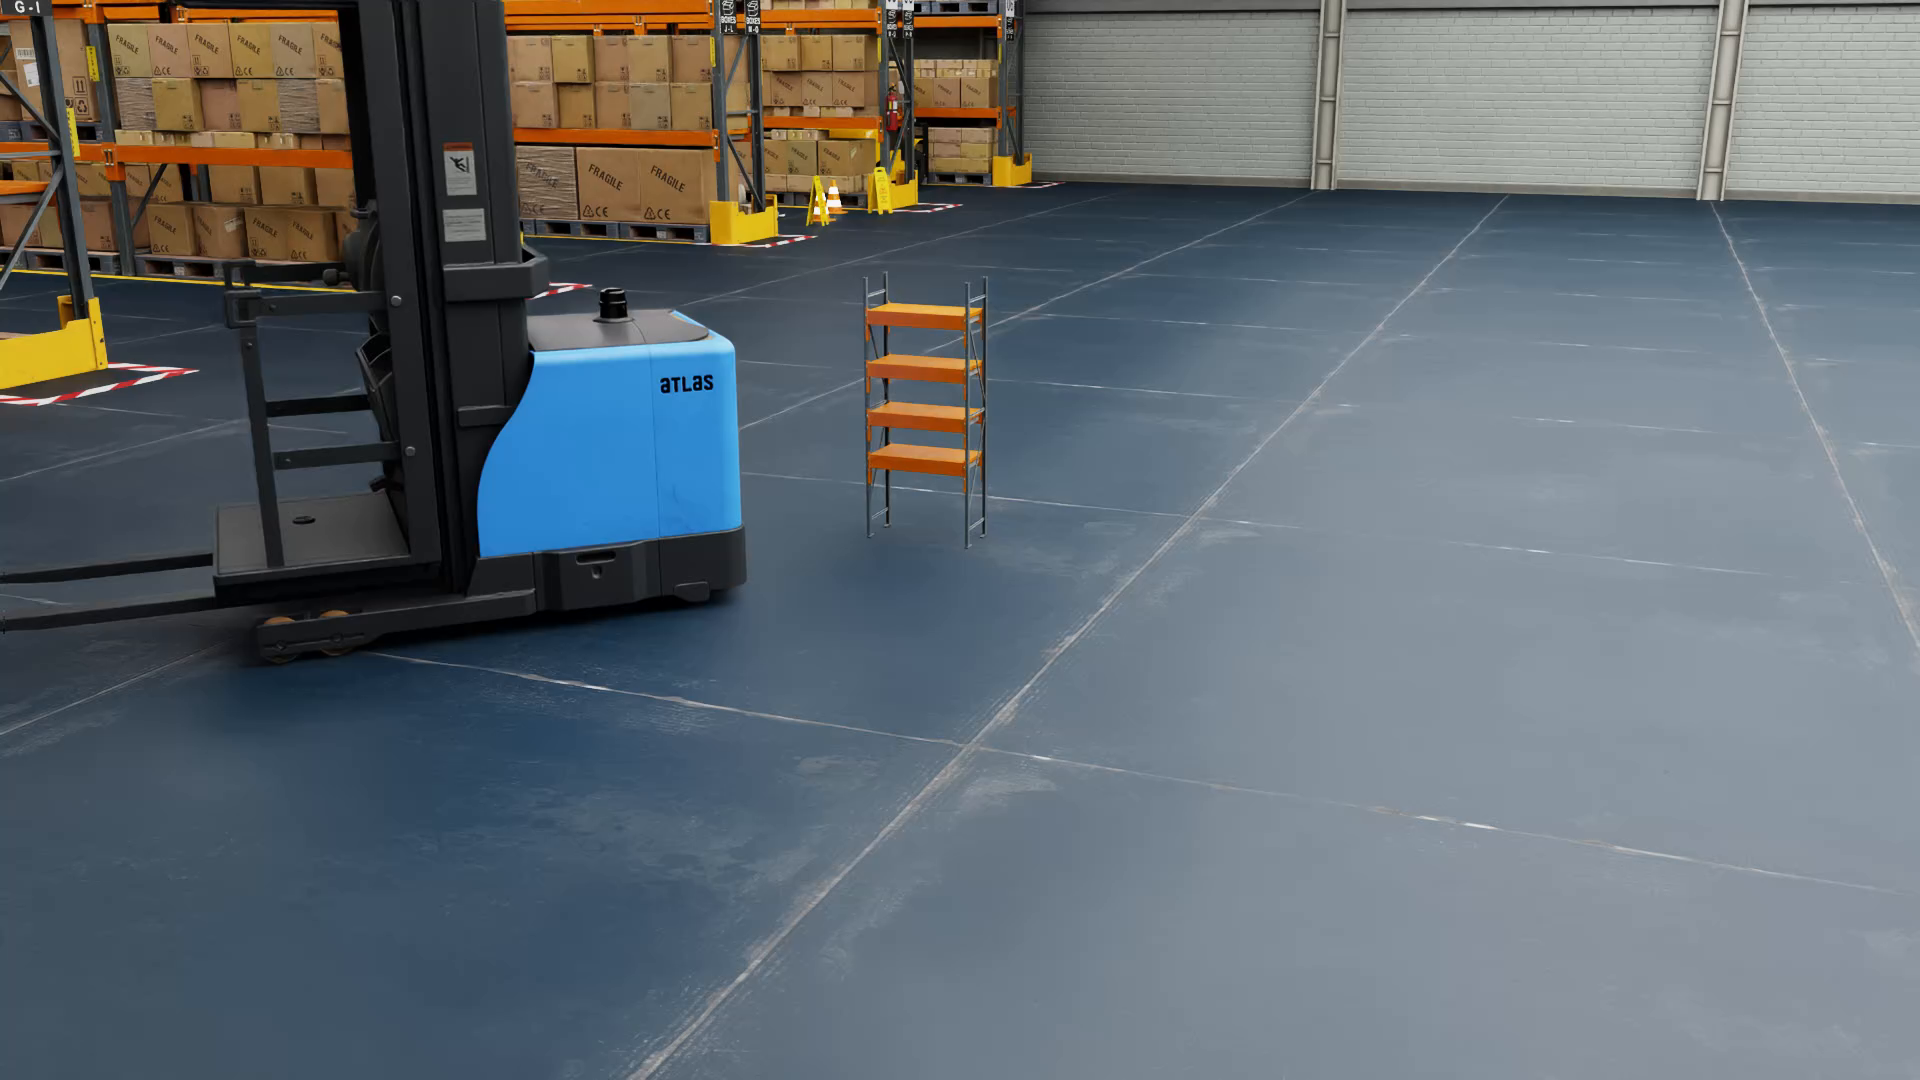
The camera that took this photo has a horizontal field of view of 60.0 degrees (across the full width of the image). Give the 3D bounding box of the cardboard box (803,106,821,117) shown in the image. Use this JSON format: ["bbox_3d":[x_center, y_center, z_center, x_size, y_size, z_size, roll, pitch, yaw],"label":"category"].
[{"bbox_3d":[-2.109,-6.317,24.505,0.250,0.149,0.380,7,17,22],"label":"cardboard box"}]

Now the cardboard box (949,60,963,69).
[{"bbox_3d":[-0.011,-8.217,28.721,0.250,0.149,0.380,7,17,22],"label":"cardboard box"}]

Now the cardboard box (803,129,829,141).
[{"bbox_3d":[-2.132,-5.995,24.614,0.250,0.149,0.380,7,18,22],"label":"cardboard box"}]

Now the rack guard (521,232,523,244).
[{"bbox_3d":[-4.631,-2.645,15.888,0.348,0.500,1.175,6,17,21],"label":"rack guard"}]

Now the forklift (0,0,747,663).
[{"bbox_3d":[-2.442,-1.123,6.284,3.031,2.935,1.130,-7,18,-22],"label":"forklift"}]

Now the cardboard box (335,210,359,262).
[{"bbox_3d":[-5.704,-2.959,16.217,0.500,0.500,0.500,12,20,35],"label":"cardboard box"}]

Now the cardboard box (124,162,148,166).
[{"bbox_3d":[-11.295,-5.344,23.087,0.500,0.250,0.500,7,17,21],"label":"cardboard box"}]

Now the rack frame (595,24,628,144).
[{"bbox_3d":[-6.549,-8.514,31.620,0.127,3.000,1.000,6,17,21],"label":"rack frame"}]

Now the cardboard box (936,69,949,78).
[{"bbox_3d":[-0.226,-8.107,28.876,0.250,0.149,0.380,6,17,20],"label":"cardboard box"}]

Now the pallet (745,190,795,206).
[{"bbox_3d":[-2.869,-5.294,25.530,1.213,0.211,1.003,6,17,21],"label":"pallet"}]

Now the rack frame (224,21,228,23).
[{"bbox_3d":[-12.088,-7.635,28.594,0.127,3.000,1.000,6,17,21],"label":"rack frame"}]

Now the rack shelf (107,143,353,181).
[{"bbox_3d":[-6.421,-3.697,16.317,4.000,0.370,1.077,6,17,21],"label":"rack shelf"}]

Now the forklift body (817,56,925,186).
[{"bbox_3d":[-1.540,-7.009,27.958,1.214,2.155,2.313,6,17,21],"label":"forklift body"}]

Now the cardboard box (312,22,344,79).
[{"bbox_3d":[-5.630,-4.550,15.462,0.500,0.500,0.500,6,17,21],"label":"cardboard box"}]

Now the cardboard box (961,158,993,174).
[{"bbox_3d":[0.340,-6.543,29.009,0.500,0.250,0.500,6,17,21],"label":"cardboard box"}]

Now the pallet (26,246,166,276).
[{"bbox_3d":[-9.007,-2.987,17.584,1.213,0.211,1.003,6,17,21],"label":"pallet"}]

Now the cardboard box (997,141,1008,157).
[{"bbox_3d":[0.532,-6.919,29.408,0.500,0.250,0.500,7,17,22],"label":"cardboard box"}]

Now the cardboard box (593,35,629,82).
[{"bbox_3d":[-3.994,-5.877,20.332,0.550,0.550,0.875,6,17,21],"label":"cardboard box"}]

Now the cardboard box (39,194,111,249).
[{"bbox_3d":[-9.282,-3.380,17.629,0.500,0.500,0.700,6,17,20],"label":"cardboard box"}]

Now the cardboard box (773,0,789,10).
[{"bbox_3d":[-2.540,-7.830,24.334,0.250,0.149,0.380,6,17,19],"label":"cardboard box"}]

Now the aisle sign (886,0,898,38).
[{"bbox_3d":[-0.973,-7.575,23.722,0.004,0.787,0.394,6,17,21],"label":"aisle sign"}]

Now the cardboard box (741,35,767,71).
[{"bbox_3d":[-2.873,-7.241,24.728,0.500,0.500,0.700,6,17,20],"label":"cardboard box"}]

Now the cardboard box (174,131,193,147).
[{"bbox_3d":[-7.486,-3.956,16.370,0.250,0.149,0.380,6,17,21],"label":"cardboard box"}]

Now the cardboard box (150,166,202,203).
[{"bbox_3d":[-10.797,-4.933,23.015,0.500,0.500,0.500,6,17,20],"label":"cardboard box"}]

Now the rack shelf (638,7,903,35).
[{"bbox_3d":[-2.785,-7.707,24.752,4.000,0.370,1.077,6,17,21],"label":"rack shelf"}]

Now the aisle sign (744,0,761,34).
[{"bbox_3d":[-2.471,-6.433,19.788,0.004,0.787,0.394,6,17,21],"label":"aisle sign"}]

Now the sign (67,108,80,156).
[{"bbox_3d":[-6.172,-2.828,11.539,0.005,0.325,0.100,6,17,21],"label":"sign"}]

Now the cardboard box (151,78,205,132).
[{"bbox_3d":[-7.434,-4.315,16.445,0.500,0.500,0.875,6,17,21],"label":"cardboard box"}]

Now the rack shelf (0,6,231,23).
[{"bbox_3d":[-11.949,-7.232,23.114,4.000,0.370,1.077,6,17,21],"label":"rack shelf"}]

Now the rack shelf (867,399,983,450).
[{"bbox_3d":[-0.154,-0.529,7.583,0.480,0.148,0.258,6,17,21],"label":"rack shelf"}]

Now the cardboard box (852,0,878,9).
[{"bbox_3d":[-1.359,-7.692,23.858,0.250,0.149,0.380,6,17,21],"label":"cardboard box"}]

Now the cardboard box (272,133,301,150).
[{"bbox_3d":[-6.335,-3.819,15.898,0.250,0.149,0.380,6,17,21],"label":"cardboard box"}]

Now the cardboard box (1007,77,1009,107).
[{"bbox_3d":[0.534,-7.866,29.210,0.500,0.500,0.500,7,18,22],"label":"cardboard box"}]

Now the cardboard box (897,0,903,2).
[{"bbox_3d":[-1.054,-9.618,28.925,0.637,0.503,0.797,7,18,22],"label":"cardboard box"}]

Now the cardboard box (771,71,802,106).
[{"bbox_3d":[-2.459,-6.687,24.615,0.500,0.500,0.500,6,17,20],"label":"cardboard box"}]

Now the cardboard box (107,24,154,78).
[{"bbox_3d":[-7.956,-4.806,16.341,0.500,0.500,0.500,6,17,21],"label":"cardboard box"}]

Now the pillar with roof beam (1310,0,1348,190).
[{"bbox_3d":[4.578,-9.151,23.055,0.400,9.000,9.100,6,17,21],"label":"pillar with roof beam"}]

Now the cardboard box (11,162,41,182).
[{"bbox_3d":[-13.220,-5.198,23.929,0.500,0.500,0.500,7,18,23],"label":"cardboard box"}]

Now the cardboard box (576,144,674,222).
[{"bbox_3d":[-4.121,-4.437,20.634,0.875,0.875,0.875,6,17,20],"label":"cardboard box"}]

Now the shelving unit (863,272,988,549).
[{"bbox_3d":[-0.154,-0.593,7.565,0.503,1.200,0.258,6,17,21],"label":"shelving unit"}]

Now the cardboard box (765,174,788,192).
[{"bbox_3d":[-2.743,-5.409,25.104,0.500,0.250,0.500,6,17,19],"label":"cardboard box"}]

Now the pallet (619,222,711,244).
[{"bbox_3d":[-3.419,-3.836,20.508,1.213,0.211,1.003,6,17,21],"label":"pallet"}]

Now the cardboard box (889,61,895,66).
[{"bbox_3d":[-1.174,-8.365,29.232,0.250,0.149,0.380,6,17,21],"label":"cardboard box"}]

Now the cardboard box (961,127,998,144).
[{"bbox_3d":[0.350,-7.023,28.870,0.500,0.250,0.500,7,18,22],"label":"cardboard box"}]

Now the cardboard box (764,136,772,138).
[{"bbox_3d":[-3.048,-5.964,25.670,0.500,0.500,0.500,7,18,24],"label":"cardboard box"}]

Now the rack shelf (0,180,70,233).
[{"bbox_3d":[-8.239,-2.412,11.892,4.000,0.370,1.077,6,17,21],"label":"rack shelf"}]

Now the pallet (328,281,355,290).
[{"bbox_3d":[-5.374,-2.598,16.246,1.213,0.211,1.003,6,17,21],"label":"pallet"}]

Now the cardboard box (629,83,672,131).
[{"bbox_3d":[-3.528,-5.262,20.151,0.550,0.550,0.875,6,17,21],"label":"cardboard box"}]

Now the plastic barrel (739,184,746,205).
[{"bbox_3d":[-3.401,-4.989,24.100,0.512,0.421,0.421,-9,18,-27],"label":"plastic barrel"}]

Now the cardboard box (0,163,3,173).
[{"bbox_3d":[-14.236,-5.428,24.285,0.250,0.149,0.380,7,18,22],"label":"cardboard box"}]
